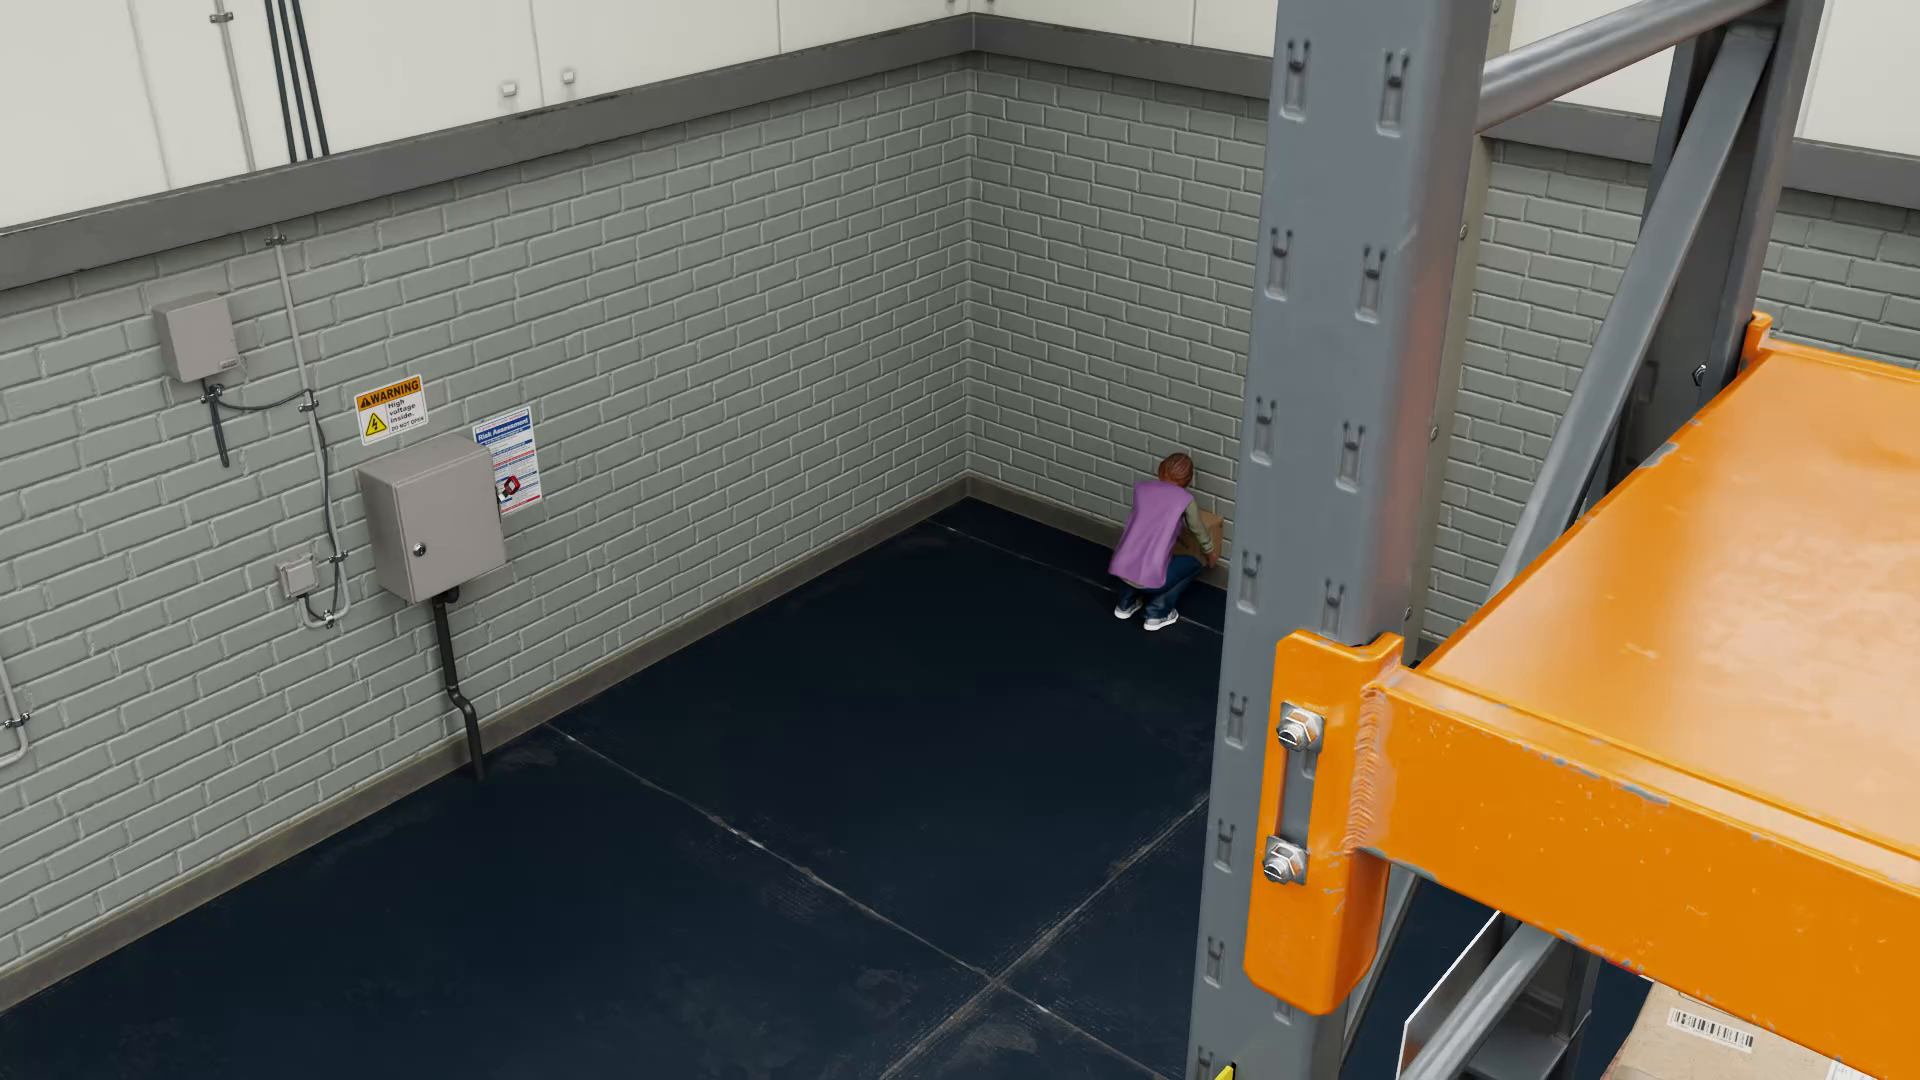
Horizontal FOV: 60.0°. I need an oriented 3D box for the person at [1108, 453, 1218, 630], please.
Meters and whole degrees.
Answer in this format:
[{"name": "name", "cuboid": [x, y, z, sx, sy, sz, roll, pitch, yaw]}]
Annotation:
[{"name": "person", "cuboid": [1.143, 0.002, 9.389, 0.450, 0.897, 0.805, 21, 34, 34]}]
